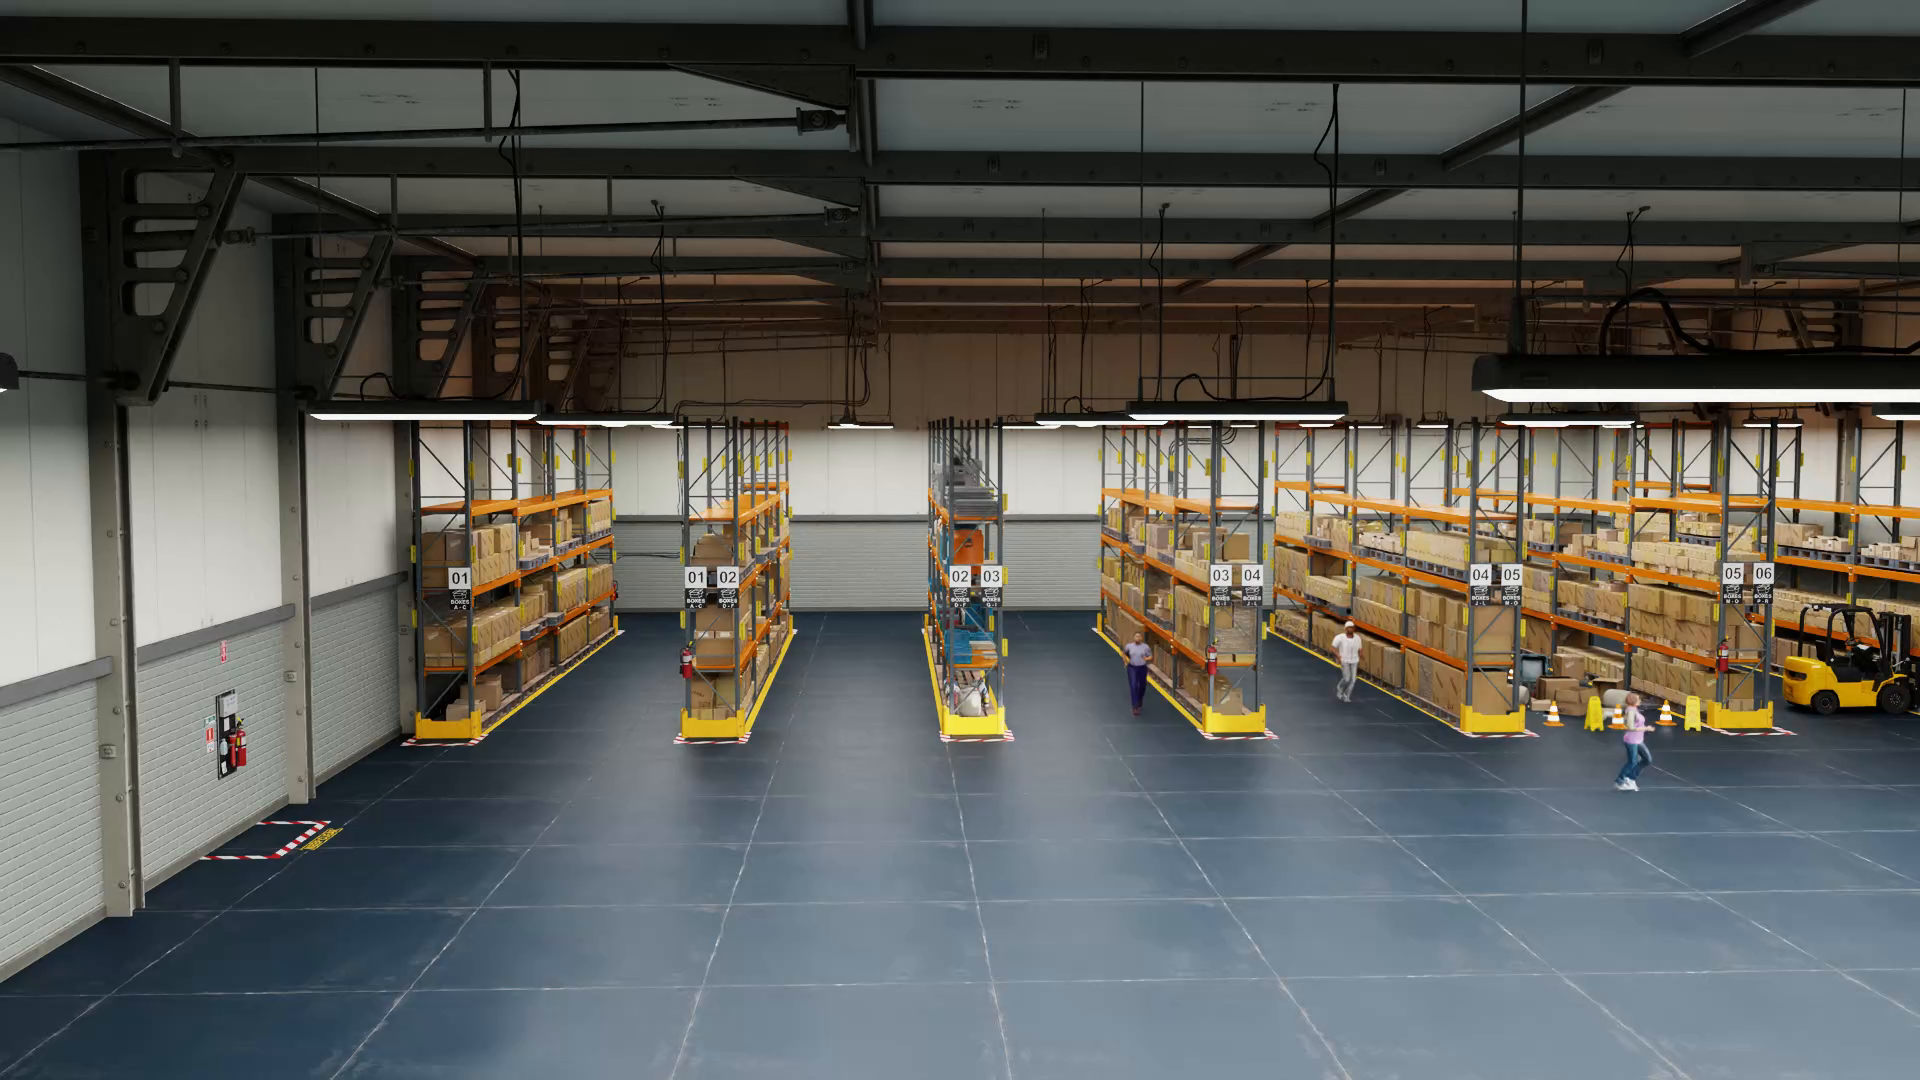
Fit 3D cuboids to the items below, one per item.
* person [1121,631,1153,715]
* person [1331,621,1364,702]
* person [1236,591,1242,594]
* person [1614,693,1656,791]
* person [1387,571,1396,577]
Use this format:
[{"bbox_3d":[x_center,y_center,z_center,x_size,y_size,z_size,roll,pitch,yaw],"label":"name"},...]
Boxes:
[{"bbox_3d":[3.609,2.674,33.857,0.594,1.636,0.941,0,4,-3],"label":"person"},{"bbox_3d":[8.196,2.570,35.040,0.676,1.720,0.571,-1,4,-11],"label":"person"},{"bbox_3d":[7.745,1.893,46.446,0.630,1.648,0.809,0,4,2],"label":"person"},{"bbox_3d":[10.697,3.207,26.323,0.615,1.582,0.499,3,5,36],"label":"person"},{"bbox_3d":[12.799,1.688,49.308,0.794,1.692,0.620,0,4,-4],"label":"person"}]
